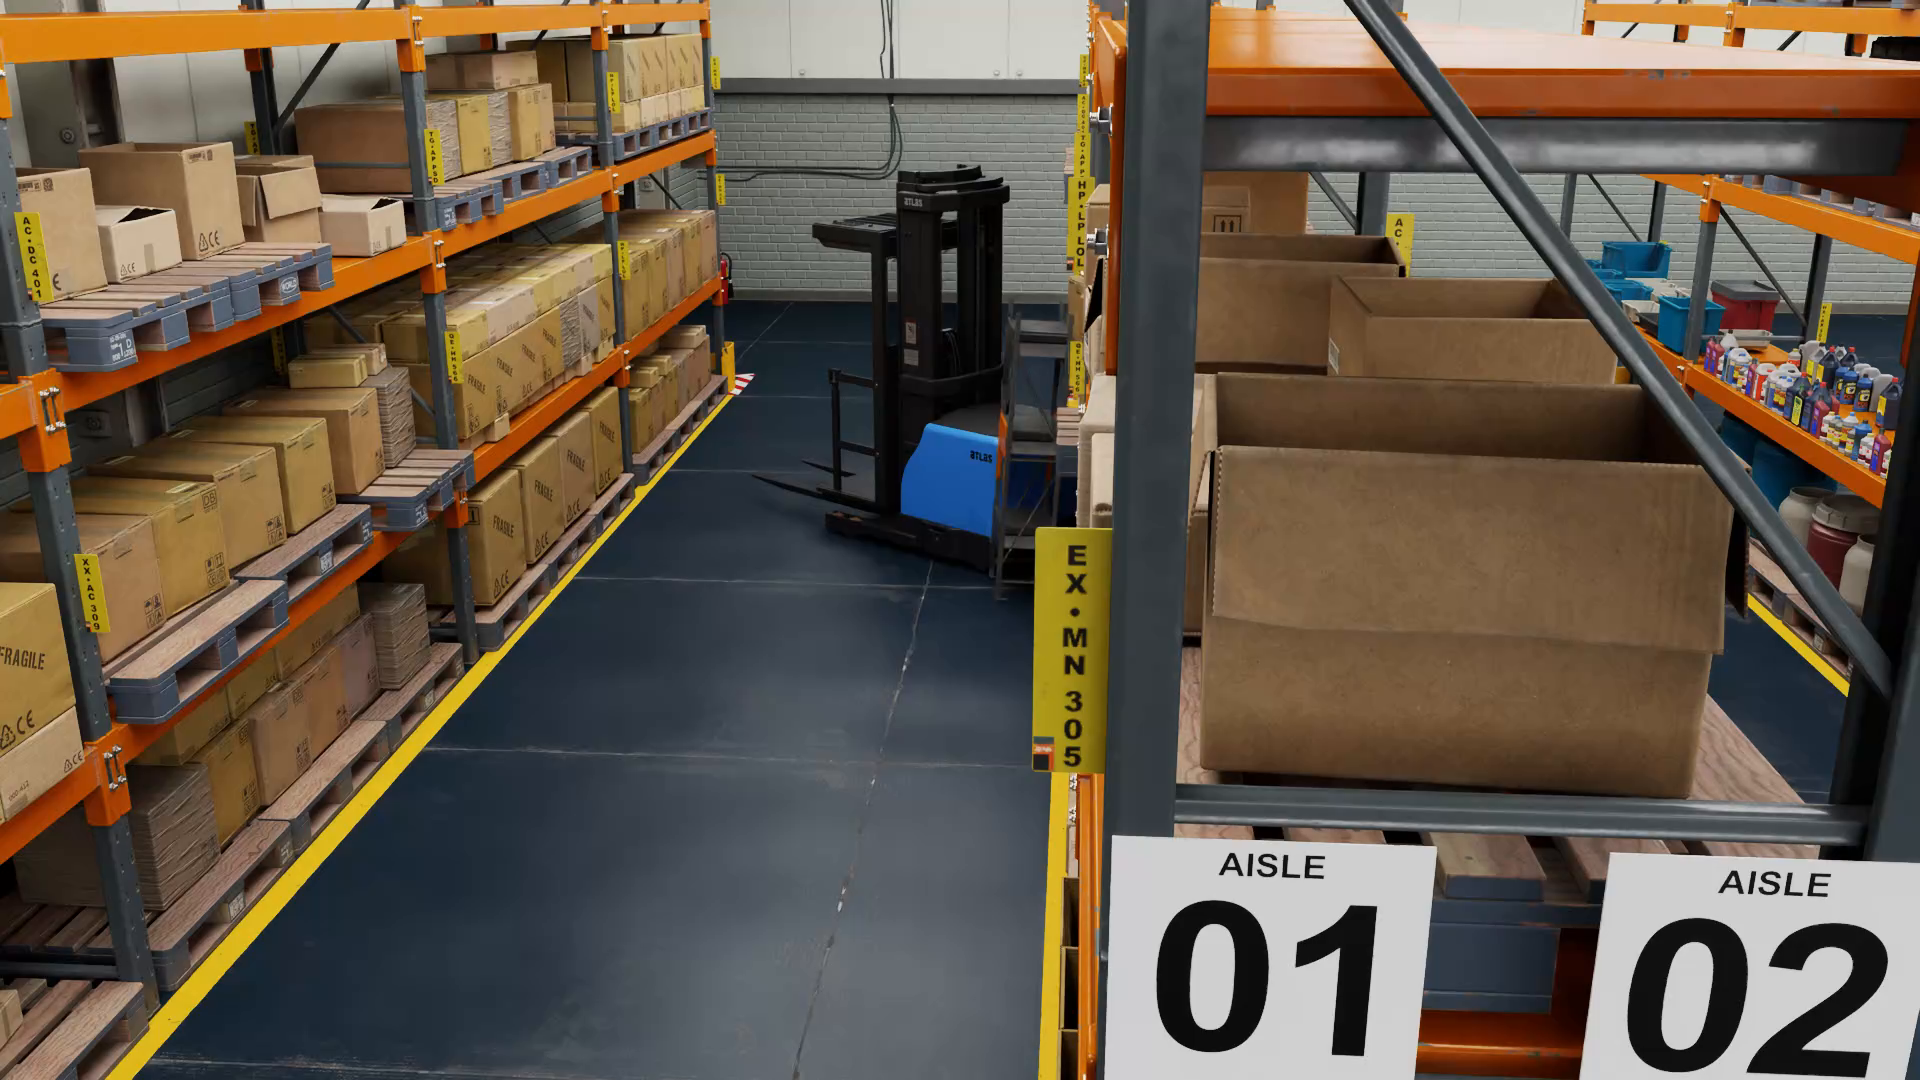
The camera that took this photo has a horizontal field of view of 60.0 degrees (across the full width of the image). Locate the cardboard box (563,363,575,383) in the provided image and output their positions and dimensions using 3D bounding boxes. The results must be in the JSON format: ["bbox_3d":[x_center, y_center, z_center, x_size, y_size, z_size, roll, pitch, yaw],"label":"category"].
[{"bbox_3d":[-3.243,-1.334,13.047,0.380,0.149,0.250,1,18,4],"label":"cardboard box"}]

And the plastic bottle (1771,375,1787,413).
[{"bbox_3d":[5.951,-1.058,12.042,0.097,0.271,0.097,0,18,0],"label":"plastic bottle"}]

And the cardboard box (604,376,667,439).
[{"bbox_3d":[-3.204,-1.269,15.817,0.700,0.500,0.500,1,18,3],"label":"cardboard box"}]

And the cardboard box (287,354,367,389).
[{"bbox_3d":[-3.689,-0.985,9.704,0.380,0.149,0.250,-2,18,-5],"label":"cardboard box"}]

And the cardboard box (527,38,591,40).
[{"bbox_3d":[-3.545,-4.211,14.841,0.500,0.500,0.500,1,18,2],"label":"cardboard box"}]

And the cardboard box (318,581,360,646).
[{"bbox_3d":[-3.789,0.394,9.506,0.500,0.250,0.500,2,18,5],"label":"cardboard box"}]

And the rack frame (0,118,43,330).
[{"bbox_3d":[-3.973,-2.237,5.799,1.000,3.000,0.127,1,18,4],"label":"rack frame"}]

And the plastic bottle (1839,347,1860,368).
[{"bbox_3d":[6.730,-1.276,12.579,0.144,0.351,0.185,1,18,4],"label":"plastic bottle"}]

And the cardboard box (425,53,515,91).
[{"bbox_3d":[-3.618,-3.467,12.298,0.500,0.250,0.500,1,18,2],"label":"cardboard box"}]

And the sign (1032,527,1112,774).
[{"bbox_3d":[0.142,0.141,2.065,0.100,0.325,0.005,1,18,4],"label":"sign"}]

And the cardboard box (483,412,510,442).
[{"bbox_3d":[-3.301,-0.774,11.341,0.380,0.149,0.250,2,18,6],"label":"cardboard box"}]

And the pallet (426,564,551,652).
[{"bbox_3d":[-3.554,0.453,11.700,1.003,0.211,1.213,1,18,4],"label":"pallet"}]

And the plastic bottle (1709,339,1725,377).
[{"bbox_3d":[6.021,-1.448,13.214,0.061,0.283,0.133,1,18,4],"label":"plastic bottle"}]

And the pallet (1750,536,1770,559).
[{"bbox_3d":[6.386,-0.086,13.346,1.003,0.211,1.213,1,18,4],"label":"pallet"}]

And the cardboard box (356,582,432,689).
[{"bbox_3d":[-3.685,0.575,10.159,0.700,0.500,0.500,2,18,5],"label":"cardboard box"}]

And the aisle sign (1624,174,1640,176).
[{"bbox_3d":[7.067,-4.143,17.075,0.394,0.787,0.004,1,18,4],"label":"aisle sign"}]

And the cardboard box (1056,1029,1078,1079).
[{"bbox_3d":[0.552,1.922,5.279,0.500,0.500,0.500,1,18,4],"label":"cardboard box"}]

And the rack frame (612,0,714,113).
[{"bbox_3d":[-3.112,-5.964,17.173,1.000,3.000,0.127,1,18,4],"label":"rack frame"}]

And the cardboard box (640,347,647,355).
[{"bbox_3d":[-3.342,-1.863,16.590,0.380,0.149,0.250,1,18,4],"label":"cardboard box"}]

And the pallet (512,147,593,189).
[{"bbox_3d":[-3.416,-2.920,13.006,0.805,0.209,1.217,1,18,2],"label":"pallet"}]

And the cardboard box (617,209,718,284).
[{"bbox_3d":[-3.139,-3.097,17.576,0.980,0.700,0.700,2,18,6],"label":"cardboard box"}]

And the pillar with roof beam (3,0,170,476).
[{"bbox_3d":[-0.348,-2.999,8.123,9.100,9.000,0.400,1,18,4],"label":"pillar with roof beam"}]

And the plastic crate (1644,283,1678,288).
[{"bbox_3d":[6.856,-2.448,16.405,0.396,0.136,0.243,1,18,4],"label":"plastic crate"}]

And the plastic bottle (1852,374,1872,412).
[{"bbox_3d":[6.562,-1.072,12.084,0.097,0.271,0.097,0,18,0],"label":"plastic bottle"}]

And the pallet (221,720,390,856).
[{"bbox_3d":[-3.833,1.317,9.064,1.003,0.211,1.213,1,18,4],"label":"pallet"}]

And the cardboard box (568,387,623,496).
[{"bbox_3d":[-3.316,-0.844,13.960,0.750,0.750,0.750,1,18,5],"label":"cardboard box"}]

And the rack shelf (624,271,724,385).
[{"bbox_3d":[-3.256,-2.150,16.323,1.077,0.370,4.000,1,18,4],"label":"rack shelf"}]

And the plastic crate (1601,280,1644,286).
[{"bbox_3d":[6.329,-2.363,15.989,0.416,0.233,0.300,1,18,4],"label":"plastic crate"}]

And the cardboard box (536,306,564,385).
[{"bbox_3d":[-3.283,-1.451,12.362,0.500,0.500,0.500,2,18,5],"label":"cardboard box"}]

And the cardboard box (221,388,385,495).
[{"bbox_3d":[-3.723,-0.565,9.462,0.700,0.500,0.500,0,18,-1],"label":"cardboard box"}]

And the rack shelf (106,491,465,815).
[{"bbox_3d":[-3.829,0.334,8.740,1.077,0.370,4.000,1,18,4],"label":"rack shelf"}]

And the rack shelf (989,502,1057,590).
[{"bbox_3d":[0.455,0.044,12.161,0.431,0.518,0.480,2,18,-5],"label":"rack shelf"}]

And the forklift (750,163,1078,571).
[{"bbox_3d":[-0.469,-1.521,13.357,3.031,2.935,1.130,15,24,39],"label":"forklift"}]

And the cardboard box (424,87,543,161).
[{"bbox_3d":[-3.547,-3.108,12.406,0.700,0.500,0.500,1,18,3],"label":"cardboard box"}]

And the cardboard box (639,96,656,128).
[{"bbox_3d":[-3.036,-3.839,14.910,0.500,0.250,0.500,1,18,3],"label":"cardboard box"}]

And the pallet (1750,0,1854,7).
[{"bbox_3d":[6.454,-3.963,12.012,1.003,0.211,1.213,1,18,4],"label":"pallet"}]

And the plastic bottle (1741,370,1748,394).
[{"bbox_3d":[5.993,-1.211,12.619,0.097,0.201,0.097,0,18,0],"label":"plastic bottle"}]

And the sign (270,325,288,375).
[{"bbox_3d":[-4.240,-1.190,10.378,0.100,0.325,0.005,1,18,4],"label":"sign"}]

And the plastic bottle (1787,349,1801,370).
[{"bbox_3d":[6.651,-1.423,13.267,0.097,0.201,0.097,0,18,0],"label":"plastic bottle"}]

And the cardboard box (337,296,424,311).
[{"bbox_3d":[-3.871,-1.491,11.280,0.500,0.250,0.500,1,18,2],"label":"cardboard box"}]

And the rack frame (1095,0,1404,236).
[{"bbox_3d":[0.969,-2.128,5.465,1.000,3.000,0.127,1,18,4],"label":"rack frame"}]

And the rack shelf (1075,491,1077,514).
[{"bbox_3d":[1.399,-0.798,12.198,1.077,0.370,4.000,1,18,4],"label":"rack shelf"}]

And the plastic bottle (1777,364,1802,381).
[{"bbox_3d":[6.155,-1.165,12.359,0.152,0.276,0.135,1,18,4],"label":"plastic bottle"}]

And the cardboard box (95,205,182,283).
[{"bbox_3d":[-3.809,-1.328,7.311,0.500,0.311,0.500,2,18,6],"label":"cardboard box"}]

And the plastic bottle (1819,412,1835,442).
[{"bbox_3d":[5.891,-0.767,11.265,0.097,0.201,0.097,0,18,0],"label":"plastic bottle"}]

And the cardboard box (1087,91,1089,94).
[{"bbox_3d":[1.460,-4.131,15.834,0.500,0.250,0.500,1,18,4],"label":"cardboard box"}]

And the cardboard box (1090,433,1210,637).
[{"bbox_3d":[0.501,-0.018,3.186,0.500,0.250,0.500,1,18,4],"label":"cardboard box"}]

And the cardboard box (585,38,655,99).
[{"bbox_3d":[-3.038,-4.203,14.818,0.500,0.500,0.500,1,18,3],"label":"cardboard box"}]

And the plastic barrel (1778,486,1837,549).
[{"bbox_3d":[6.246,-0.105,12.248,0.421,0.512,0.421,0,18,0],"label":"plastic barrel"}]

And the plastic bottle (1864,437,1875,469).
[{"bbox_3d":[5.842,-0.555,10.619,0.097,0.201,0.097,0,18,0],"label":"plastic bottle"}]

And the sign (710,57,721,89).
[{"bbox_3d":[-2.572,-4.905,17.464,0.100,0.325,0.005,1,18,4],"label":"sign"}]

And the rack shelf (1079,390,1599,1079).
[{"bbox_3d":[0.825,0.261,4.148,1.077,0.370,4.000,1,18,4],"label":"rack shelf"}]

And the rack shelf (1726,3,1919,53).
[{"bbox_3d":[6.339,-3.348,10.985,1.077,0.370,4.000,1,18,4],"label":"rack shelf"}]

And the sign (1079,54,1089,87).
[{"bbox_3d":[1.288,-4.857,17.206,0.100,0.325,0.005,1,18,4],"label":"sign"}]

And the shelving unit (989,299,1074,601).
[{"bbox_3d":[0.500,-0.633,11.942,0.431,2.100,0.503,2,18,-5],"label":"shelving unit"}]

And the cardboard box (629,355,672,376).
[{"bbox_3d":[-2.999,-1.685,16.047,0.380,0.149,0.250,1,18,2],"label":"cardboard box"}]
